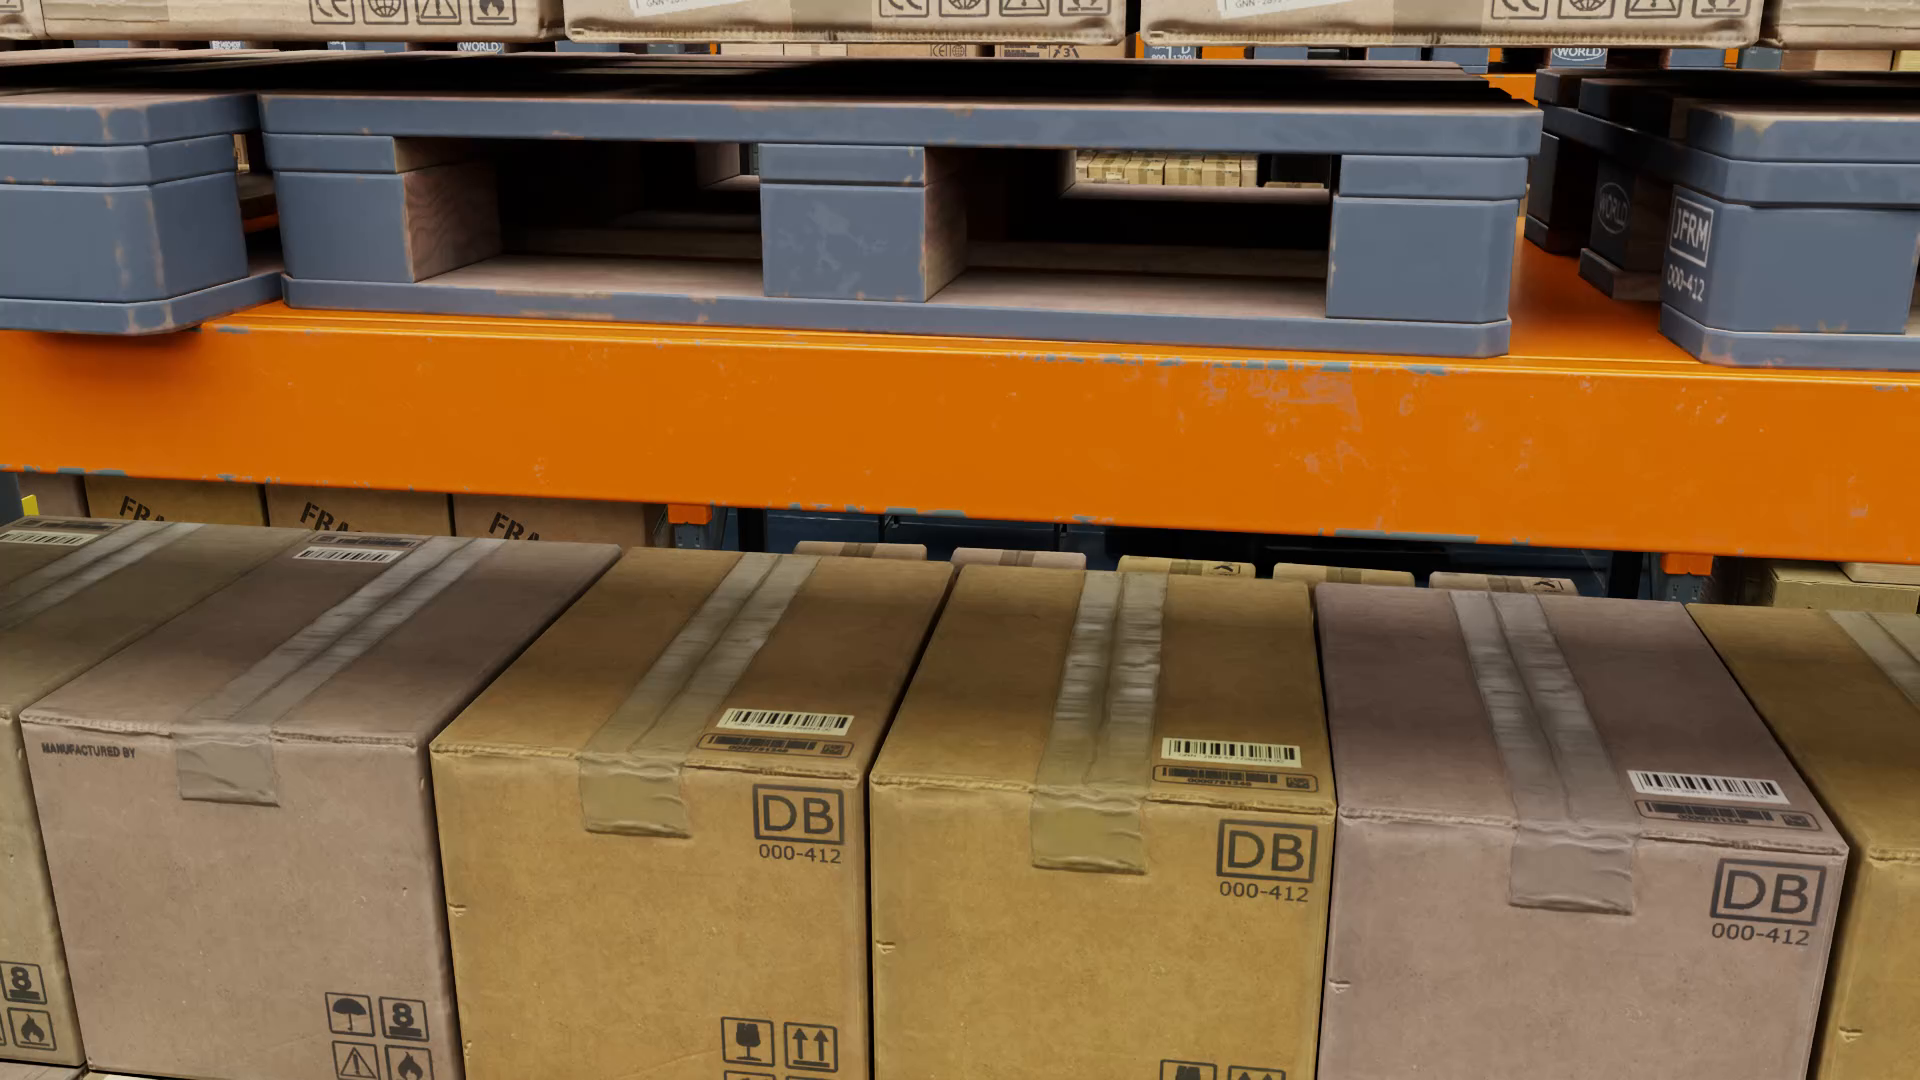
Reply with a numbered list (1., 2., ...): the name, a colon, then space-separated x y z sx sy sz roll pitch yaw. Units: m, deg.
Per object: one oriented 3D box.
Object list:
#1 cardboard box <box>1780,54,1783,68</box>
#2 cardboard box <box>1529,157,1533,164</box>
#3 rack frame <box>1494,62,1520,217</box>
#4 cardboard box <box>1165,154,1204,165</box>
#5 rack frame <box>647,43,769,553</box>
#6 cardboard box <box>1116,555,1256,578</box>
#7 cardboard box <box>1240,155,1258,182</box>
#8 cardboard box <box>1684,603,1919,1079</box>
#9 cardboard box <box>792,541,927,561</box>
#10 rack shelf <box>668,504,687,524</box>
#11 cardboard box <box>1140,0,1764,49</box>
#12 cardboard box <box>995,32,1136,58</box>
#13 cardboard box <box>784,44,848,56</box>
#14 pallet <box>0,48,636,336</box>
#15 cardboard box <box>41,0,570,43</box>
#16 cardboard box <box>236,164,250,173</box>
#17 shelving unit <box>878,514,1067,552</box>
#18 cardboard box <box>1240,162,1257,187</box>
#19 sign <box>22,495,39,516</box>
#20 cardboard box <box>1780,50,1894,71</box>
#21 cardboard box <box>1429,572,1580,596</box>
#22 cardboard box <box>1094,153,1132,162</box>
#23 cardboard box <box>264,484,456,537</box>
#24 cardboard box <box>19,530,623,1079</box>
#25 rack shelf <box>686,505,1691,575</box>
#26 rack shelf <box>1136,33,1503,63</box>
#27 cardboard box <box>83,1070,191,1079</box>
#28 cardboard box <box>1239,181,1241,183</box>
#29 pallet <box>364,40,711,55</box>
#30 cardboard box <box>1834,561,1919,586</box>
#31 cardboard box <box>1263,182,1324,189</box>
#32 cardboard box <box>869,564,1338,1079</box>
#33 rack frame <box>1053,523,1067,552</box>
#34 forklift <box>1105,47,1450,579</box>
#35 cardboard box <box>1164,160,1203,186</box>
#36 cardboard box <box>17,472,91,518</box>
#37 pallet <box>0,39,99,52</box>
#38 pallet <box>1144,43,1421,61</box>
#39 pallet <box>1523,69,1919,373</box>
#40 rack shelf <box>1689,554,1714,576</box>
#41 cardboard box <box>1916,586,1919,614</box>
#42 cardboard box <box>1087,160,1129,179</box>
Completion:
1. cardboard box: 3.242 -1.926 6.501 0.250 0.149 0.380 3 19 9
2. cardboard box: 4.028 -2.673 11.416 0.250 0.149 0.380 3 19 9
3. rack frame: 3.665 -2.098 11.347 0.127 3.000 1.000 3 19 9
4. cardboard box: 1.588 -2.631 11.758 0.250 0.149 0.380 3 19 10
5. rack frame: -1.068 -0.744 7.301 0.127 3.000 1.000 3 19 9
6. cardboard box: 0.966 0.409 7.334 0.625 0.372 0.950 4 19 10
7. cardboard box: 2.102 -2.619 11.723 0.250 0.149 0.380 3 19 8
8. cardboard box: 1.197 0.443 2.019 0.500 0.500 0.700 3 19 8
9. cardboard box: -0.512 0.334 7.557 0.625 0.372 0.950 2 19 5
10. rack shelf: -3.043 -0.504 7.716 4.000 0.370 1.077 3 19 9
11. cardboard box: 0.430 -0.633 1.562 0.500 0.311 0.500 2 19 7
12. cardboard box: 0.443 -2.148 6.606 0.637 0.503 0.797 3 19 9
13. cardboard box: -0.532 -2.021 6.601 0.258 0.266 0.396 3 19 9
14. pallet: -1.109 -0.506 2.158 1.003 0.211 1.213 4 19 11
15. cardboard box: -0.579 -0.656 1.726 0.500 0.250 0.500 3 19 10
16. cardboard box: -3.527 -1.468 7.730 0.500 0.500 0.500 3 19 10
17. shelving unit: 0.084 -0.707 9.552 1.048 1.500 0.538 3 19 9
18. cardboard box: 2.026 -2.456 11.236 0.250 0.149 0.380 3 19 9
19. sign: -1.669 0.088 2.987 0.005 0.325 0.100 3 19 9
20. cardboard box: 3.153 -1.753 5.984 0.250 0.149 0.380 3 19 8
21. cardboard box: 2.363 0.478 7.126 0.625 0.372 0.950 3 19 9
22. cardboard box: 1.090 -2.663 11.856 0.250 0.149 0.380 3 19 8
23. cardboard box: -2.617 -0.043 7.891 0.875 0.875 0.875 3 19 9
24. cardboard box: -0.812 0.341 2.324 0.500 0.500 0.700 3 19 8
25. rack shelf: 0.907 -0.303 7.114 4.000 0.370 1.077 3 19 9
26. rack shelf: 1.690 -3.280 11.286 4.000 0.370 1.077 3 19 9
27. cardboard box: -0.850 0.896 2.241 0.500 0.500 0.500 3 19 8
28. cardboard box: 2.205 -2.428 11.781 0.500 0.250 0.500 2 19 7
29. pallet: -1.712 -2.093 6.902 1.003 0.211 1.213 4 19 11
30. cardboard box: 3.535 0.038 6.430 0.250 0.149 0.380 3 19 9
31. cardboard box: 1.384 -1.395 6.935 0.250 0.149 0.380 4 19 12
32. cardboard box: 0.199 0.391 2.173 0.500 0.500 0.700 3 19 8
33. rack frame: 0.586 -0.681 9.476 0.032 1.500 0.500 3 19 9
34. forklift: 2.362 -1.350 9.219 3.031 2.935 1.130 1 19 4
35. cardboard box: 1.532 -2.502 11.373 0.250 0.149 0.380 3 19 9
36. cardboard box: -4.393 -0.131 8.154 0.875 0.875 0.875 4 19 10
37. pallet: -4.104 -2.247 7.365 1.217 0.209 0.805 2 19 6
38. pallet: 1.264 -1.992 6.599 1.003 0.211 1.213 3 19 9
39. pallet: 1.283 -0.350 1.695 1.217 0.209 0.805 2 19 6
40. rack shelf: 4.856 -0.101 6.512 4.000 0.370 1.077 3 19 9
41. cardboard box: 3.952 0.344 6.539 0.500 0.500 0.500 4 19 11
42. cardboard box: 1.018 -2.516 11.415 0.250 0.149 0.380 3 19 9
